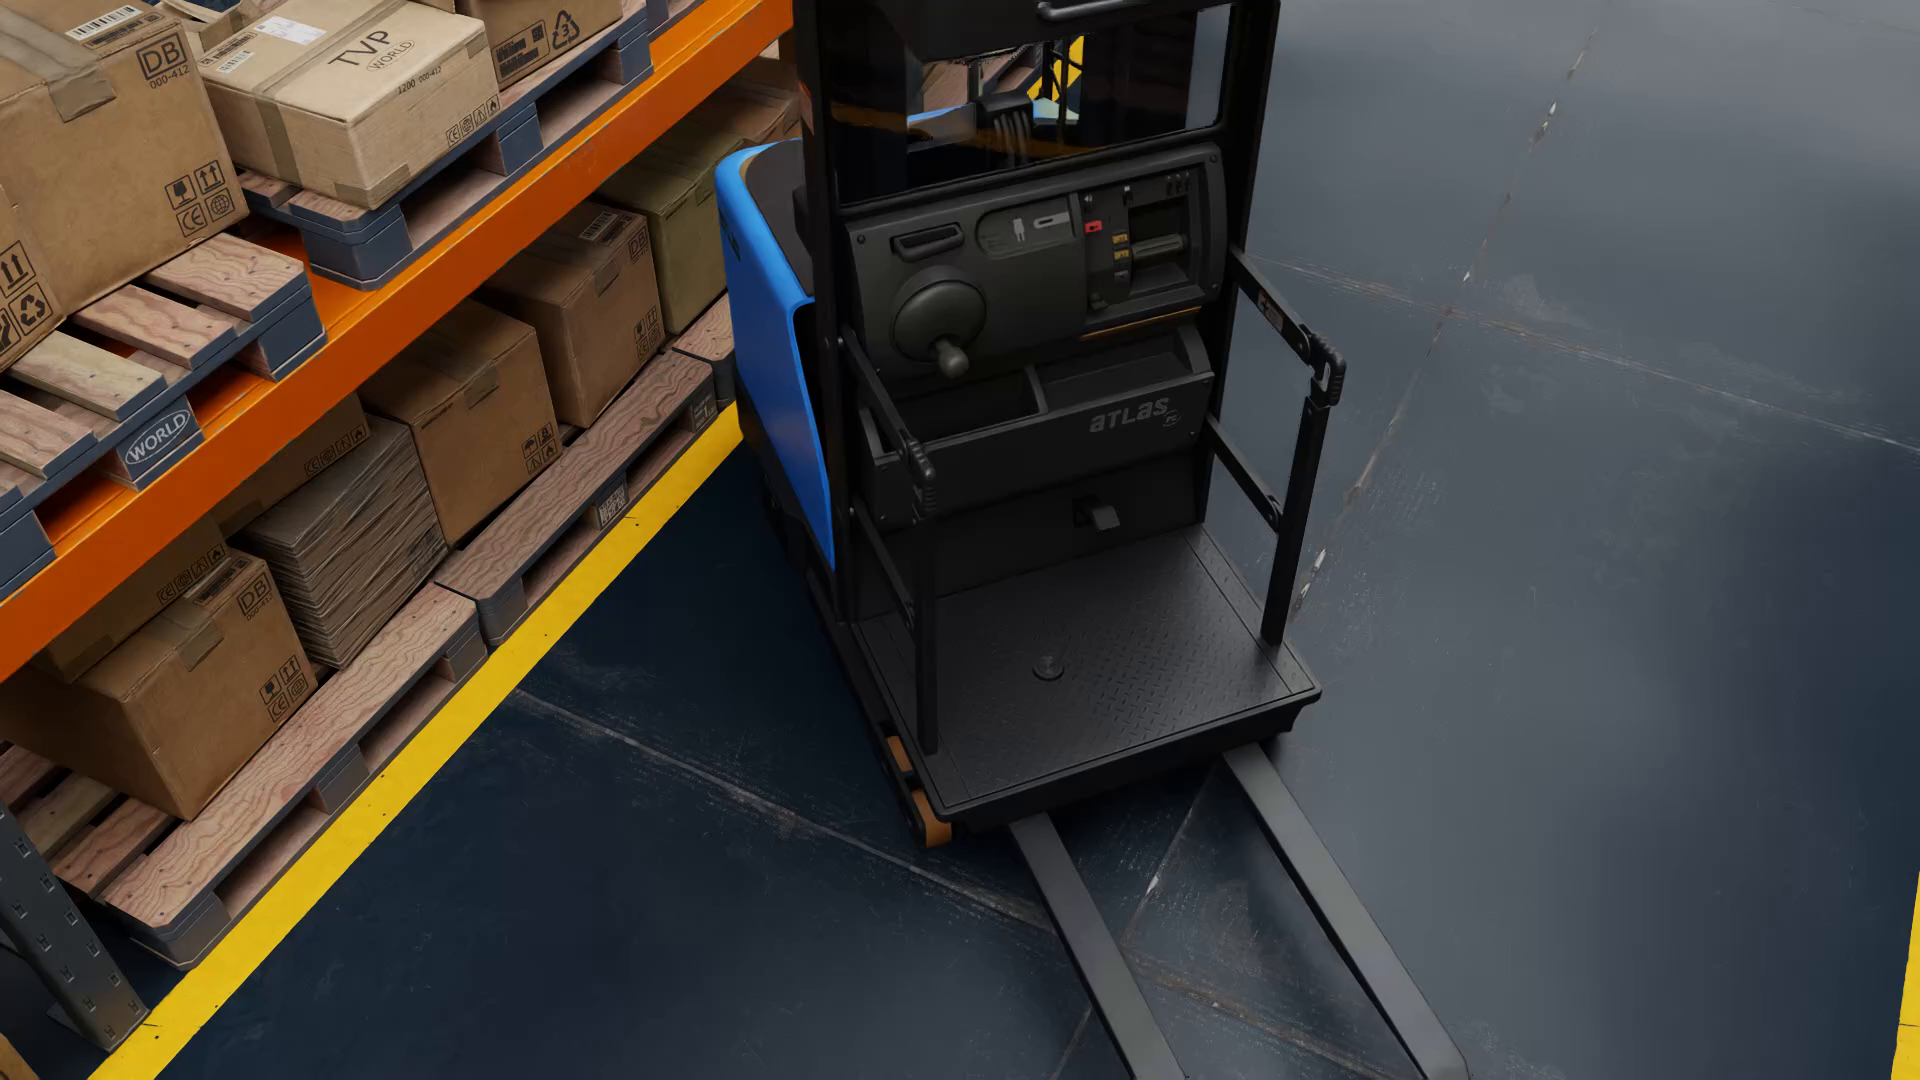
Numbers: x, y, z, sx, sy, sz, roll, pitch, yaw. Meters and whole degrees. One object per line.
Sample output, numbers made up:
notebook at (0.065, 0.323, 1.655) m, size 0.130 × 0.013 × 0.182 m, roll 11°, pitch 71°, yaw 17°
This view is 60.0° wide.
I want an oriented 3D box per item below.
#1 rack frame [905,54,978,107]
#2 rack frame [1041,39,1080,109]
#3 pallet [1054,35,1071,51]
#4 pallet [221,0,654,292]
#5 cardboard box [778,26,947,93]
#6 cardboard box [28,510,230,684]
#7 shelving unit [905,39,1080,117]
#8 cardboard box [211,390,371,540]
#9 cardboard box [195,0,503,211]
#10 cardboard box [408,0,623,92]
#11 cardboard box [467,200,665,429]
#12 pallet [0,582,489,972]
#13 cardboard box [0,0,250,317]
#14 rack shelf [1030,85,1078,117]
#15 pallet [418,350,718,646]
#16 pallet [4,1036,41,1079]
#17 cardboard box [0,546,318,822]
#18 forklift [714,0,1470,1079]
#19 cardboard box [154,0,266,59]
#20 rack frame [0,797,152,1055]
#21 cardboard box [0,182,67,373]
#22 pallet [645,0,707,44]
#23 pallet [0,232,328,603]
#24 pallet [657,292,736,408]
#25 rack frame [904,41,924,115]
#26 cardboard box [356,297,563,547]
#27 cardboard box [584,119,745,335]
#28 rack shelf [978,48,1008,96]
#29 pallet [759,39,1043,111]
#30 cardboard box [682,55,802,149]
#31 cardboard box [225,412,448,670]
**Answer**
rack frame at (-0.088, -1.283, 5.464) m, size 0.023 × 1.500 × 0.400 m, roll -34°, pitch 55°, yaw -29°
rack frame at (0.440, -1.644, 5.820) m, size 0.023 × 1.500 × 0.400 m, roll -34°, pitch 55°, yaw -29°
pallet at (0.239, -2.760, 7.829) m, size 1.003 × 0.211 × 1.213 m, roll 20°, pitch 49°, yaw 19°
pallet at (-1.581, -1.207, 4.469) m, size 1.003 × 0.211 × 1.213 m, roll 20°, pitch 49°, yaw 19°
cardboard box at (-0.386, -2.042, 6.621) m, size 0.500 × 0.500 × 0.500 m, roll 19°, pitch 48°, yaw 18°
cardboard box at (-2.179, 0.014, 4.048) m, size 0.500 × 0.250 × 0.500 m, roll 22°, pitch 49°, yaw 21°
shelving unit at (0.176, -1.464, 5.642) m, size 0.755 × 1.500 × 0.431 m, roll -34°, pitch 55°, yaw -29°
cardboard box at (-1.942, -0.323, 4.381) m, size 0.500 × 0.250 × 0.500 m, roll 26°, pitch 51°, yaw 23°
cardboard box at (-1.482, -1.089, 4.027) m, size 0.500 × 0.250 × 0.500 m, roll 19°, pitch 48°, yaw 18°
cardboard box at (-1.330, -1.595, 4.350) m, size 0.797 × 0.503 × 0.637 m, roll 25°, pitch 51°, yaw 23°
cardboard box at (-1.408, -0.783, 5.363) m, size 0.700 × 0.500 × 0.500 m, roll 17°, pitch 48°, yaw 16°
pallet at (-2.099, 0.474, 4.633) m, size 1.003 × 0.211 × 1.213 m, roll 20°, pitch 49°, yaw 19°
cardboard box at (-2.078, -0.935, 3.699) m, size 0.700 × 0.500 × 0.500 m, roll 28°, pitch 51°, yaw 25°
rack shelf at (0.176, -1.234, 5.874) m, size 0.720 × 0.370 × 0.431 m, roll -34°, pitch 55°, yaw -29°
pallet at (-1.532, -0.291, 5.389) m, size 1.003 × 0.211 × 1.213 m, roll 20°, pitch 49°, yaw 19°
pallet at (-2.896, 1.438, 3.680) m, size 1.003 × 0.211 × 1.213 m, roll 20°, pitch 49°, yaw 19°
cardboard box at (-2.170, 0.281, 4.311) m, size 0.700 × 0.500 × 0.500 m, roll 18°, pitch 48°, yaw 17°
forklift at (0.279, -0.557, 3.739) m, size 1.130 × 2.935 × 3.031 m, roll -16°, pitch 47°, yaw -15°
cardboard box at (-1.929, -1.254, 4.180) m, size 0.396 × 0.266 × 0.258 m, roll 19°, pitch 48°, yaw 18°
rack frame at (-2.463, -0.014, 3.155) m, size 1.000 × 3.000 × 0.127 m, roll 20°, pitch 49°, yaw 19°
cardboard box at (-2.248, -0.550, 3.319) m, size 0.500 × 0.500 × 0.500 m, roll 15°, pitch 47°, yaw 14°
pallet at (-1.090, -2.033, 5.285) m, size 1.003 × 0.211 × 1.213 m, roll 20°, pitch 49°, yaw 19°
pallet at (-2.227, -0.431, 3.702) m, size 1.213 × 0.211 × 1.003 m, roll 20°, pitch 49°, yaw 19°
pallet at (-0.967, -1.063, 6.152) m, size 1.003 × 0.211 × 1.213 m, roll 20°, pitch 49°, yaw 19°
rack frame at (-0.607, -2.534, 5.645) m, size 1.000 × 3.000 × 0.127 m, roll 20°, pitch 49°, yaw 19°
cardboard box at (-1.667, -0.432, 5.016) m, size 0.700 × 0.500 × 0.500 m, roll 24°, pitch 50°, yaw 22°
cardboard box at (-1.149, -1.136, 5.712) m, size 0.700 × 0.500 × 0.500 m, roll 20°, pitch 49°, yaw 19°
rack shelf at (0.176, -1.738, 5.364) m, size 0.720 × 0.370 × 0.431 m, roll -34°, pitch 55°, yaw -29°
pallet at (-0.326, -1.988, 7.067) m, size 1.003 × 0.211 × 1.213 m, roll 20°, pitch 49°, yaw 19°
cardboard box at (-0.911, -1.430, 6.003) m, size 0.700 × 0.500 × 0.500 m, roll 17°, pitch 48°, yaw 16°
cardboard box at (-1.924, -0.072, 4.661) m, size 0.700 × 0.500 × 0.500 m, roll 17°, pitch 48°, yaw 16°
